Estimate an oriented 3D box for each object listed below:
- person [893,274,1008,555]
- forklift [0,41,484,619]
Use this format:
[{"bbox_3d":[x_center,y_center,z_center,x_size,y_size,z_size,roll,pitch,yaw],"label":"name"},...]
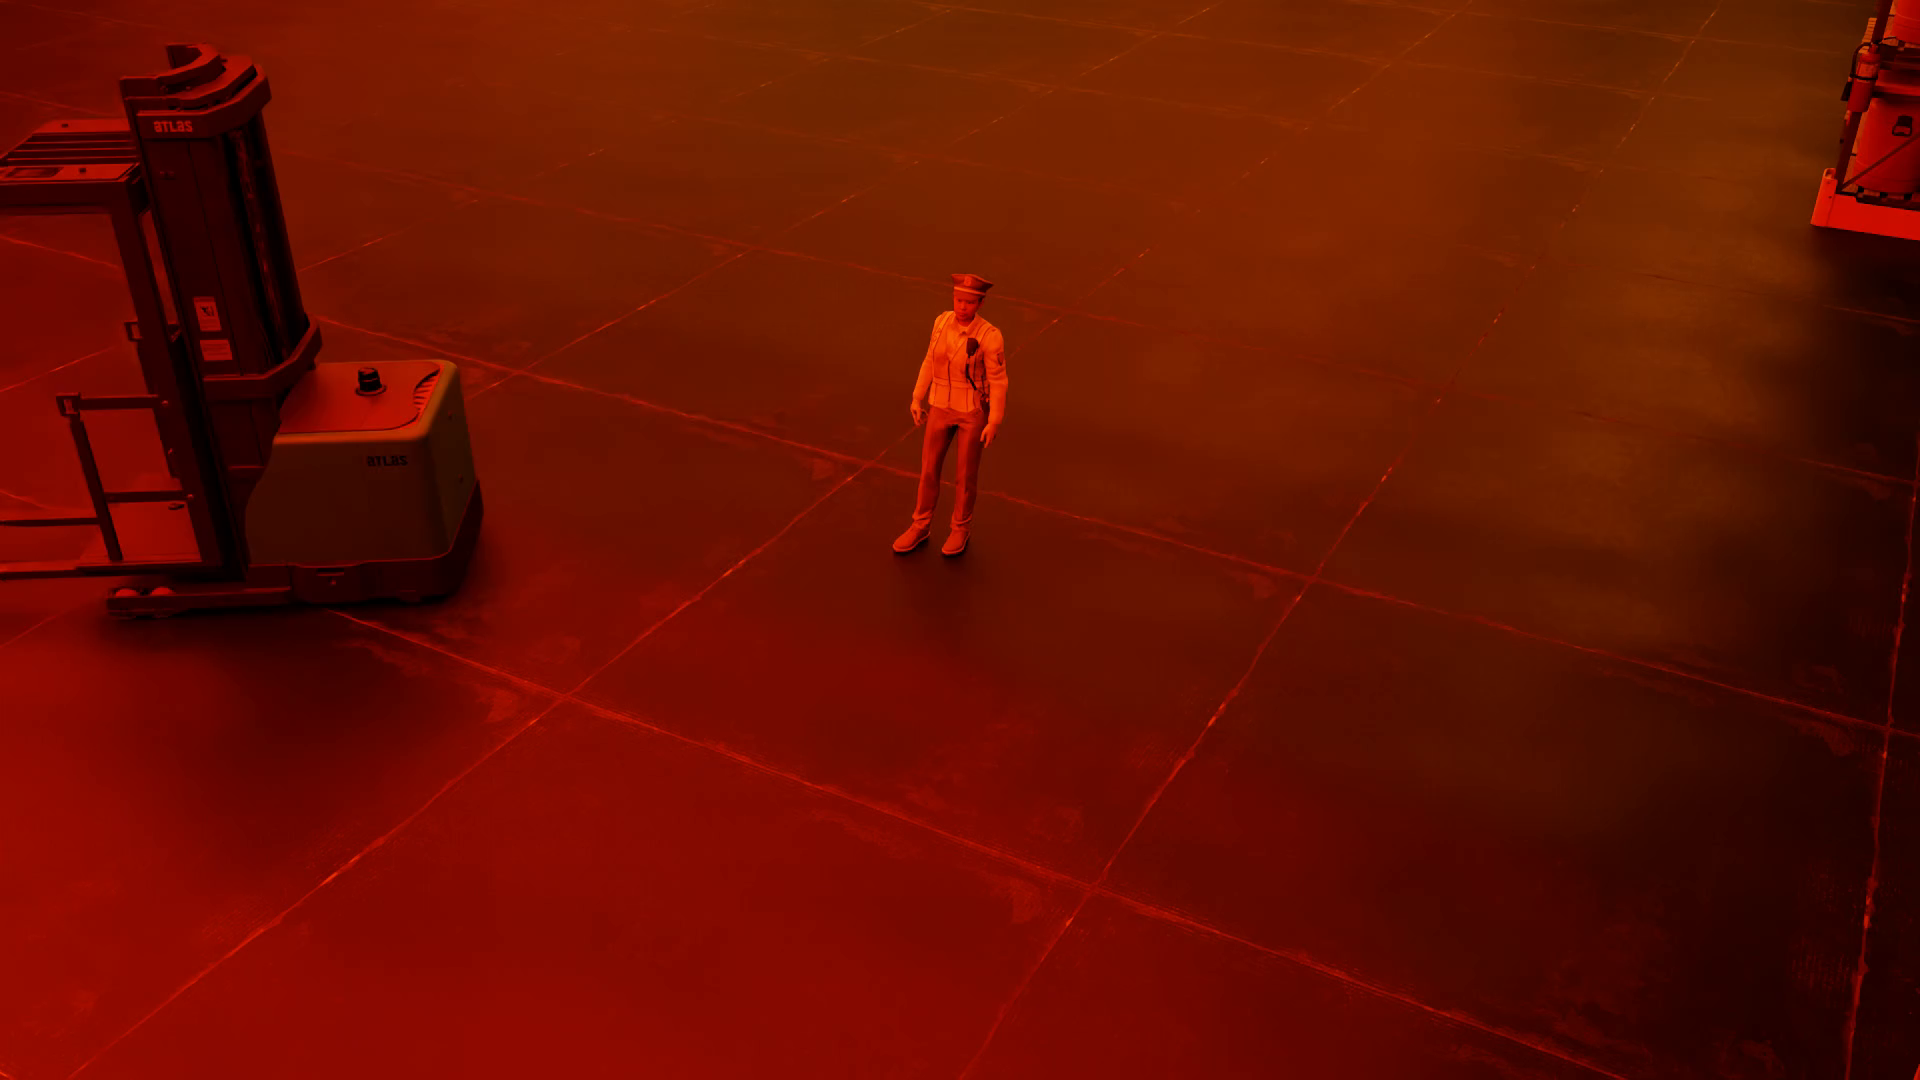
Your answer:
[{"bbox_3d":[-0.039,-0.712,9.526,0.587,1.695,0.531,15,33,25],"label":"person"},{"bbox_3d":[-4.384,-1.104,8.984,3.031,2.935,1.130,-2,30,-4],"label":"forklift"}]
